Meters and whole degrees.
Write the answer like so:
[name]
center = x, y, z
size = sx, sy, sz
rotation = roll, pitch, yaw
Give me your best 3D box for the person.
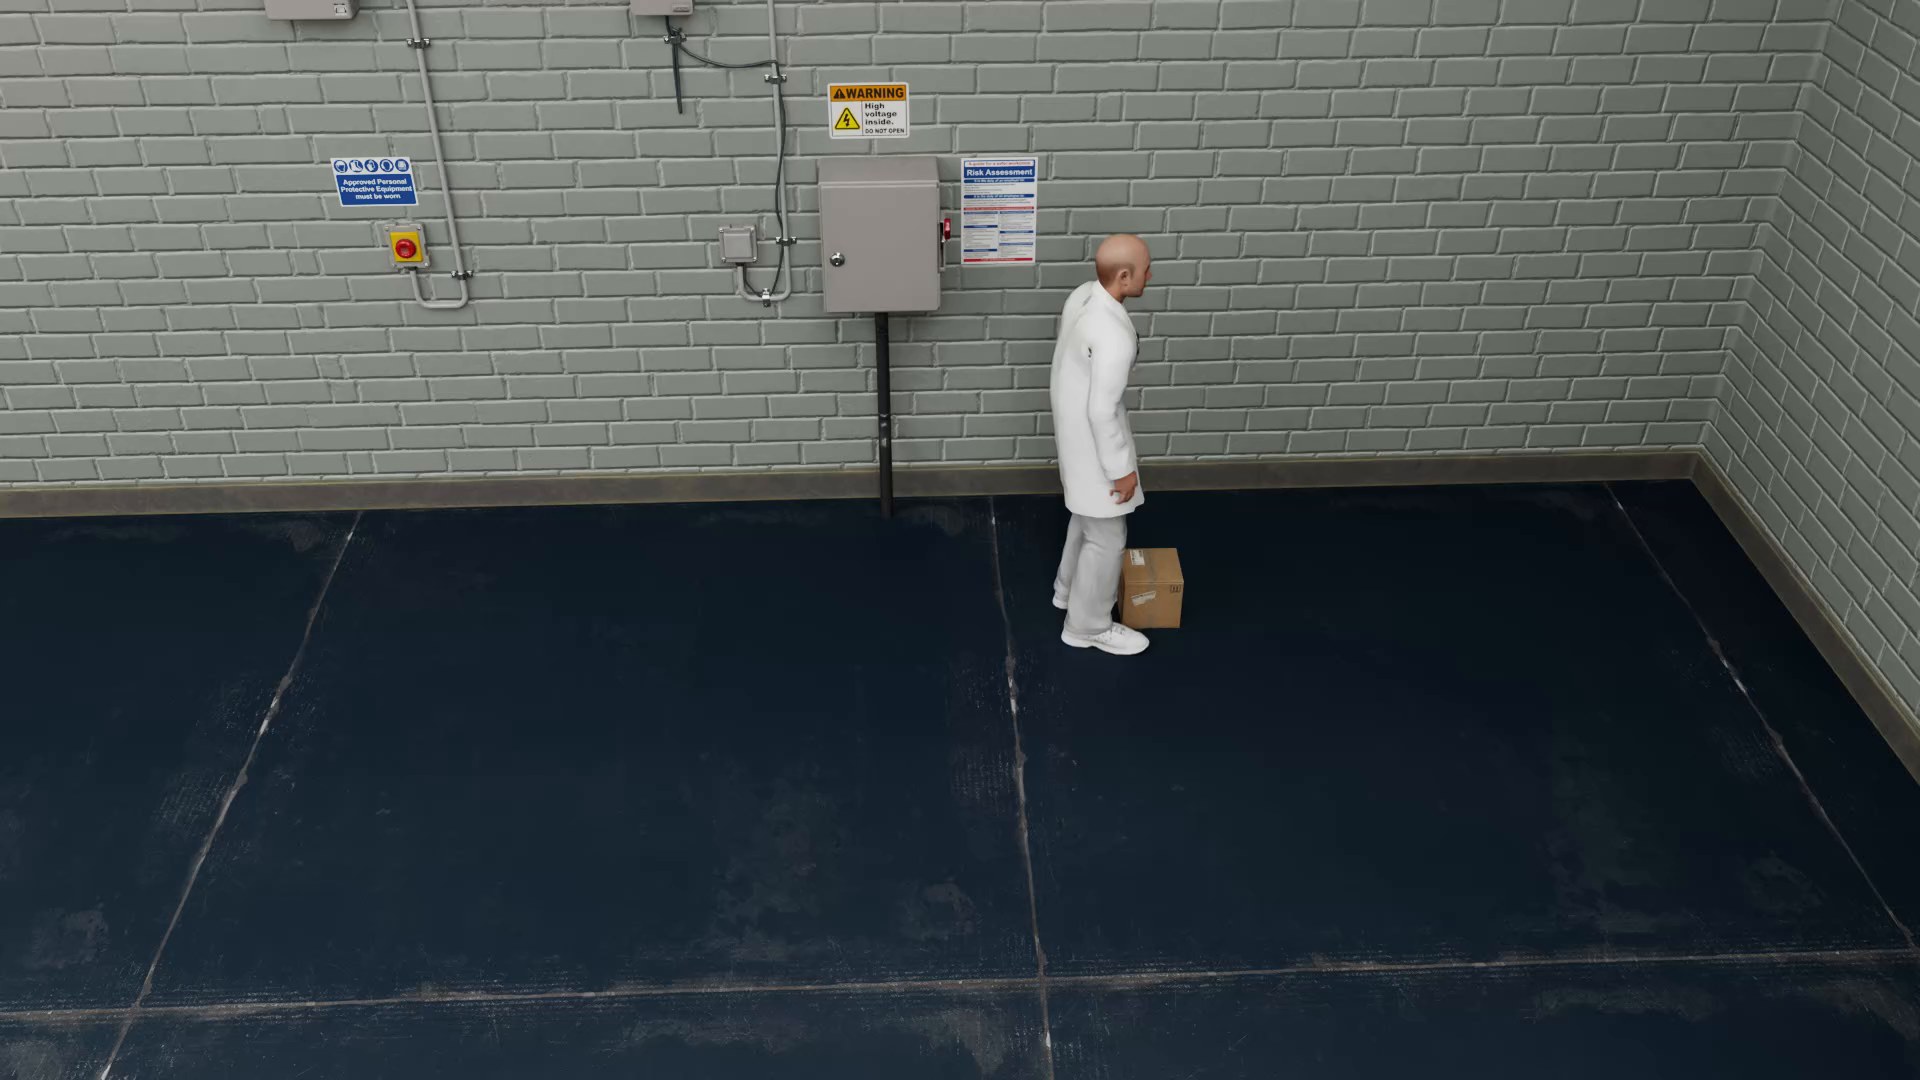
[person]
center = 0.575, -0.393, 6.723
size = 0.428, 1.774, 0.644
rotation = -1, 35, -2
